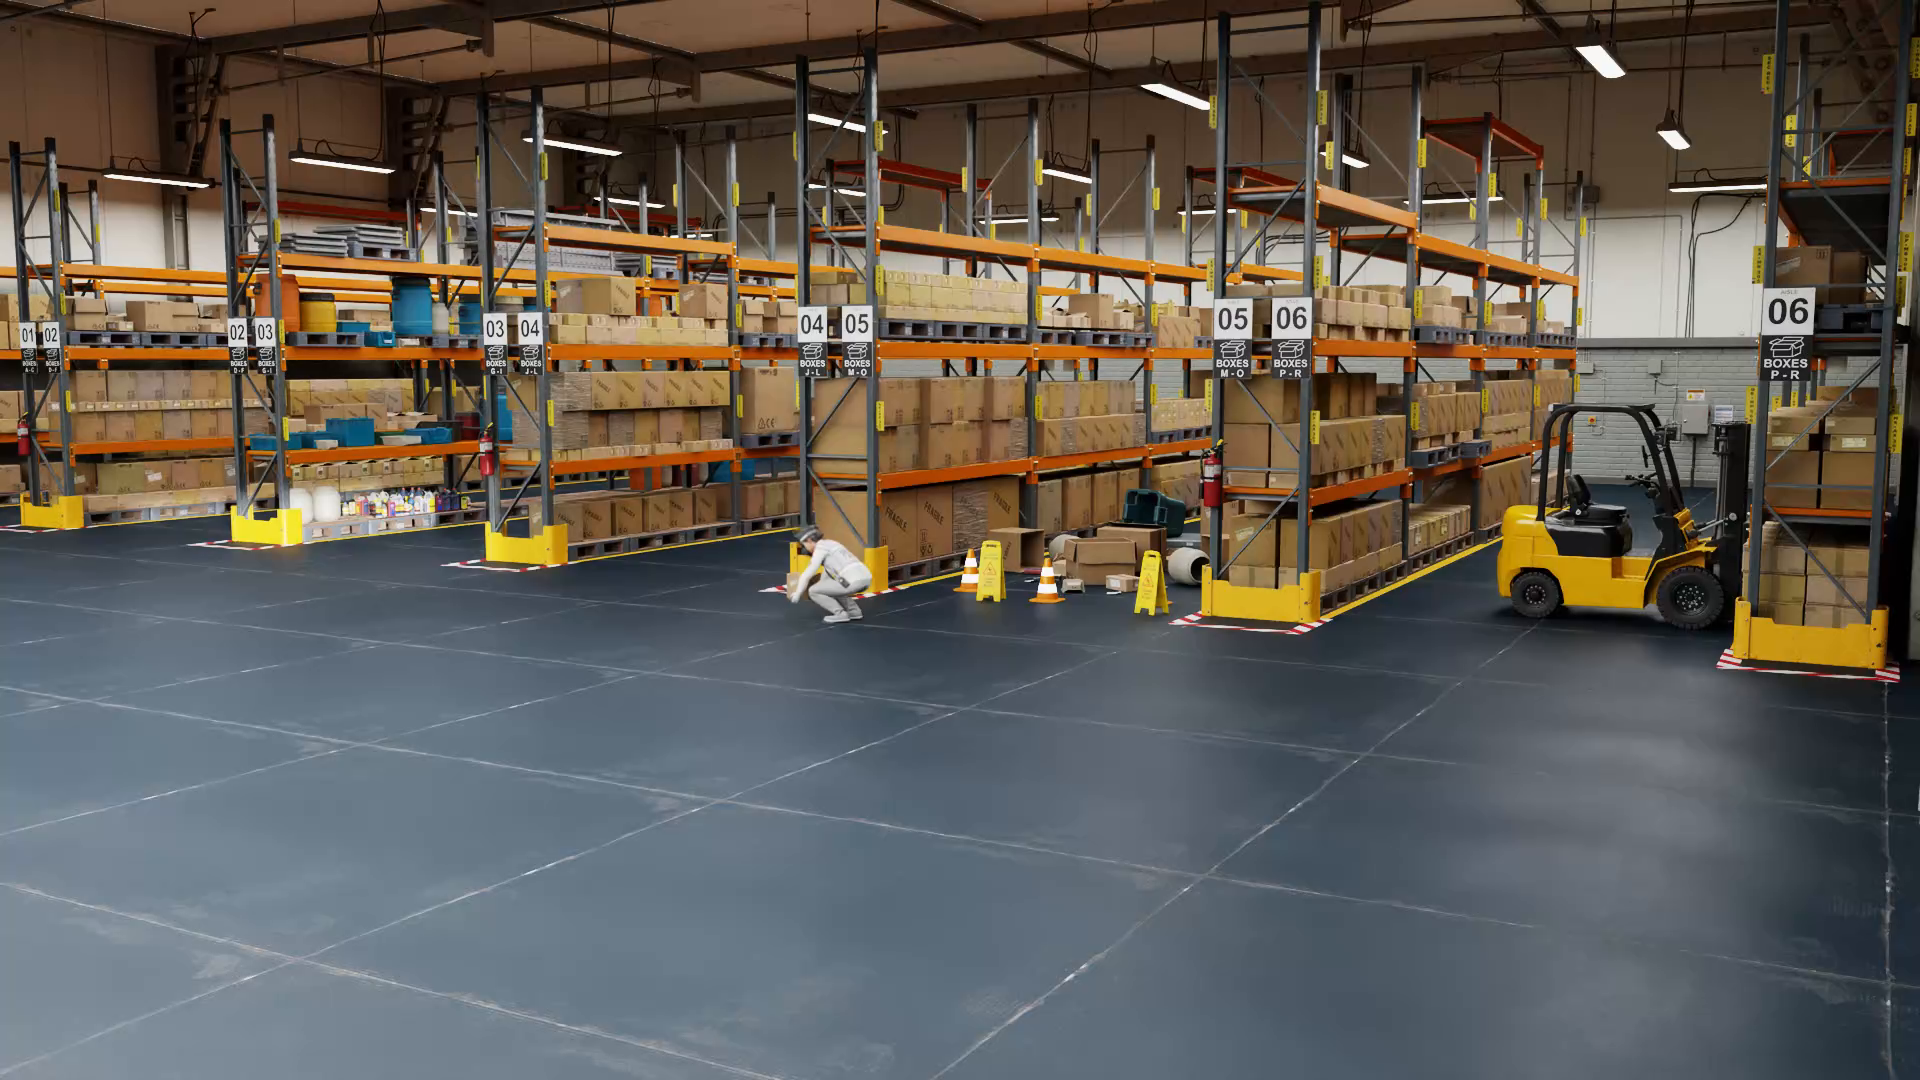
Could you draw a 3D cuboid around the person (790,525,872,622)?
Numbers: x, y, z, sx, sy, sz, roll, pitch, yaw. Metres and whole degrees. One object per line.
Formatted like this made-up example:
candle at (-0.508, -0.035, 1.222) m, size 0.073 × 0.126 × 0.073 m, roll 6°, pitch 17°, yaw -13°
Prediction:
person at (-1.286, 0.331, 16.652) m, size 0.822 × 0.958 × 0.508 m, roll 3°, pitch 7°, yaw 29°
